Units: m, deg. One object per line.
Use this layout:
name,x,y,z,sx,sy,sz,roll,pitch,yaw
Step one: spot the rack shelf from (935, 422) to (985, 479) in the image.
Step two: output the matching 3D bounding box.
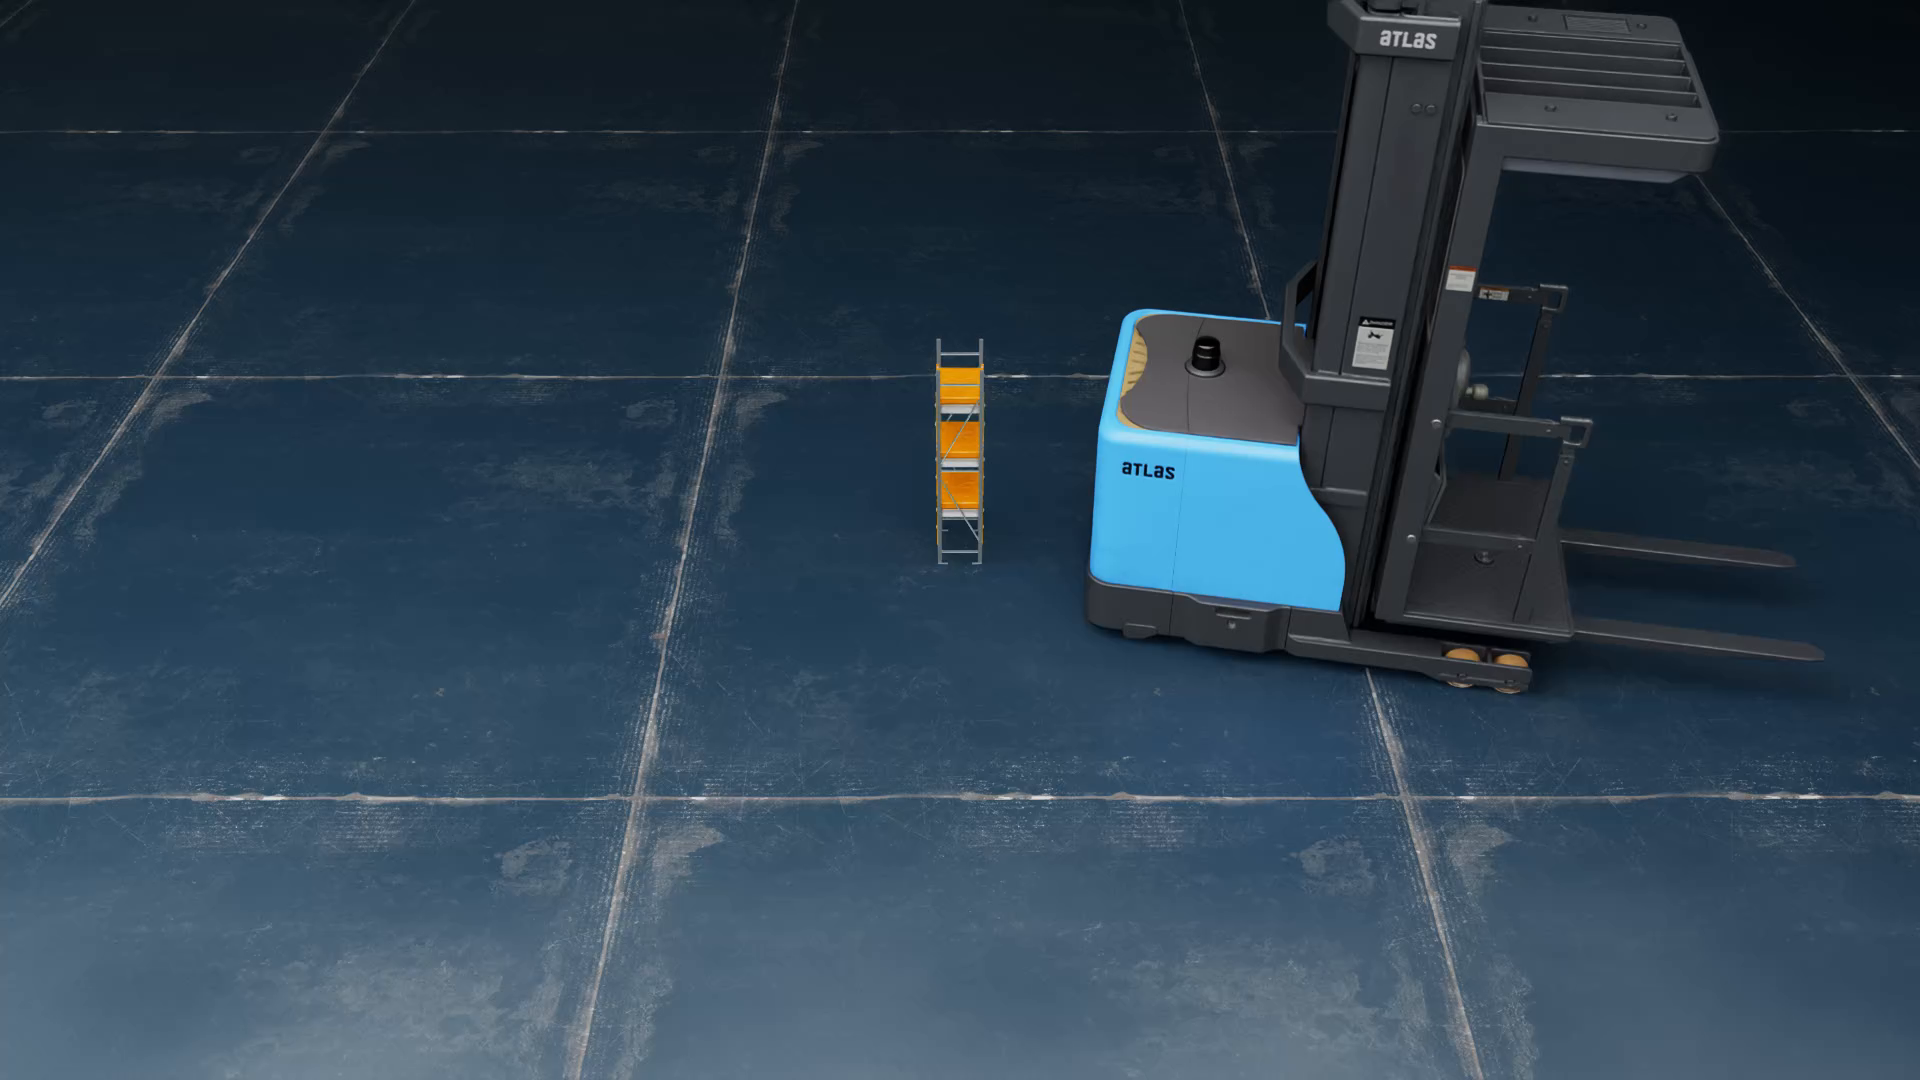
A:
rack shelf,0.000,-0.368,7.387,0.215,0.259,0.240,0,39,0

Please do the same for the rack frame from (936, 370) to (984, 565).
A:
rack frame,0.000,-0.300,7.285,0.200,1.050,0.008,0,39,0

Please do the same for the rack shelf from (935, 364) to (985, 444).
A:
rack shelf,0.000,-0.589,7.209,0.215,0.259,0.240,0,39,0

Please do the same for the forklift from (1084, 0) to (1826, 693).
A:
forklift,2.109,-0.866,6.486,3.031,2.935,1.130,7,39,8

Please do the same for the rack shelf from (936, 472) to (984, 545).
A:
rack shelf,0.000,-0.151,7.560,0.215,0.259,0.240,0,39,0

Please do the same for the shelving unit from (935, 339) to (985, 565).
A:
shelving unit,0.000,-0.376,7.380,0.215,1.050,0.252,0,39,0

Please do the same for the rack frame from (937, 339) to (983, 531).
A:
rack frame,0.000,-0.453,7.475,0.200,1.050,0.008,0,39,0
